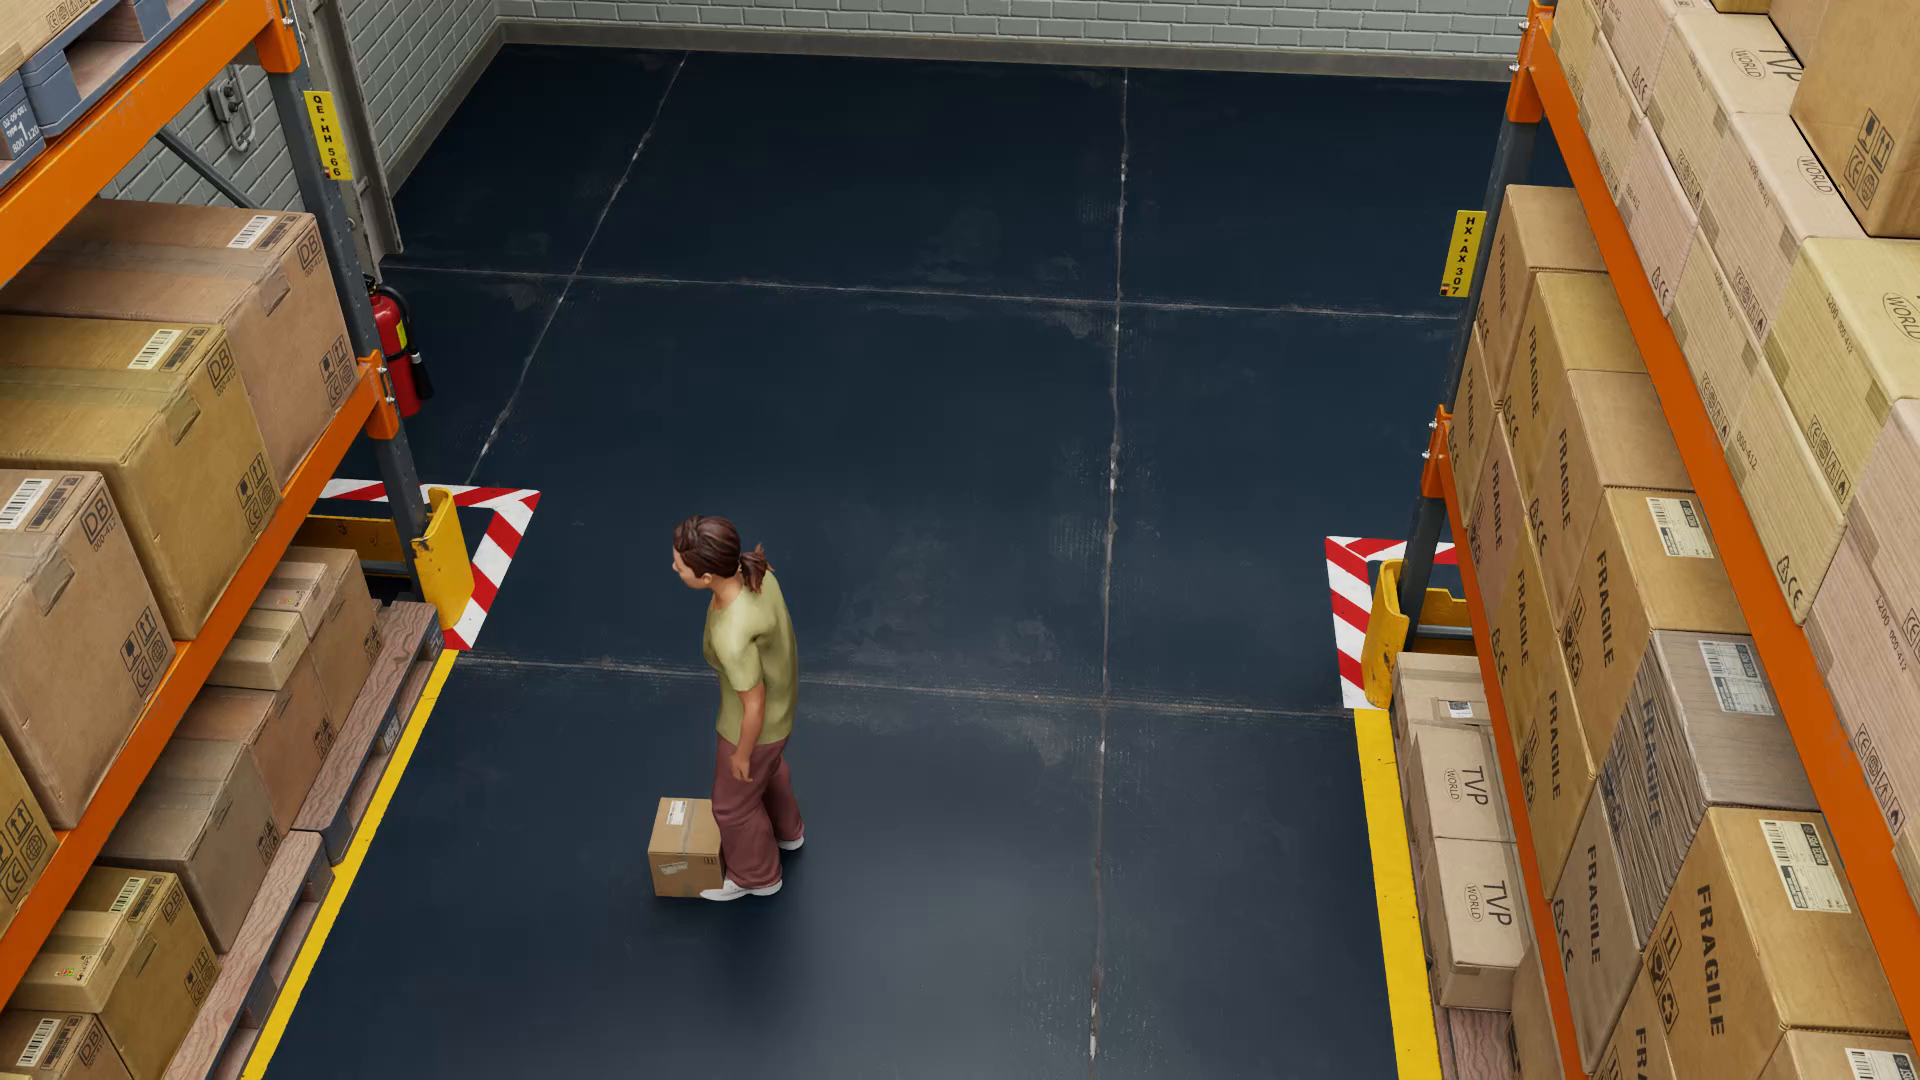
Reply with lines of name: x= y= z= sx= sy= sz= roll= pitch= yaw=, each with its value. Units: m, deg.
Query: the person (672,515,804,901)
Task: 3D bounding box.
person: x=-0.734 y=0.567 z=5.488 sx=0.416 sy=1.671 sz=0.506 roll=1 pitch=40 yaw=2
